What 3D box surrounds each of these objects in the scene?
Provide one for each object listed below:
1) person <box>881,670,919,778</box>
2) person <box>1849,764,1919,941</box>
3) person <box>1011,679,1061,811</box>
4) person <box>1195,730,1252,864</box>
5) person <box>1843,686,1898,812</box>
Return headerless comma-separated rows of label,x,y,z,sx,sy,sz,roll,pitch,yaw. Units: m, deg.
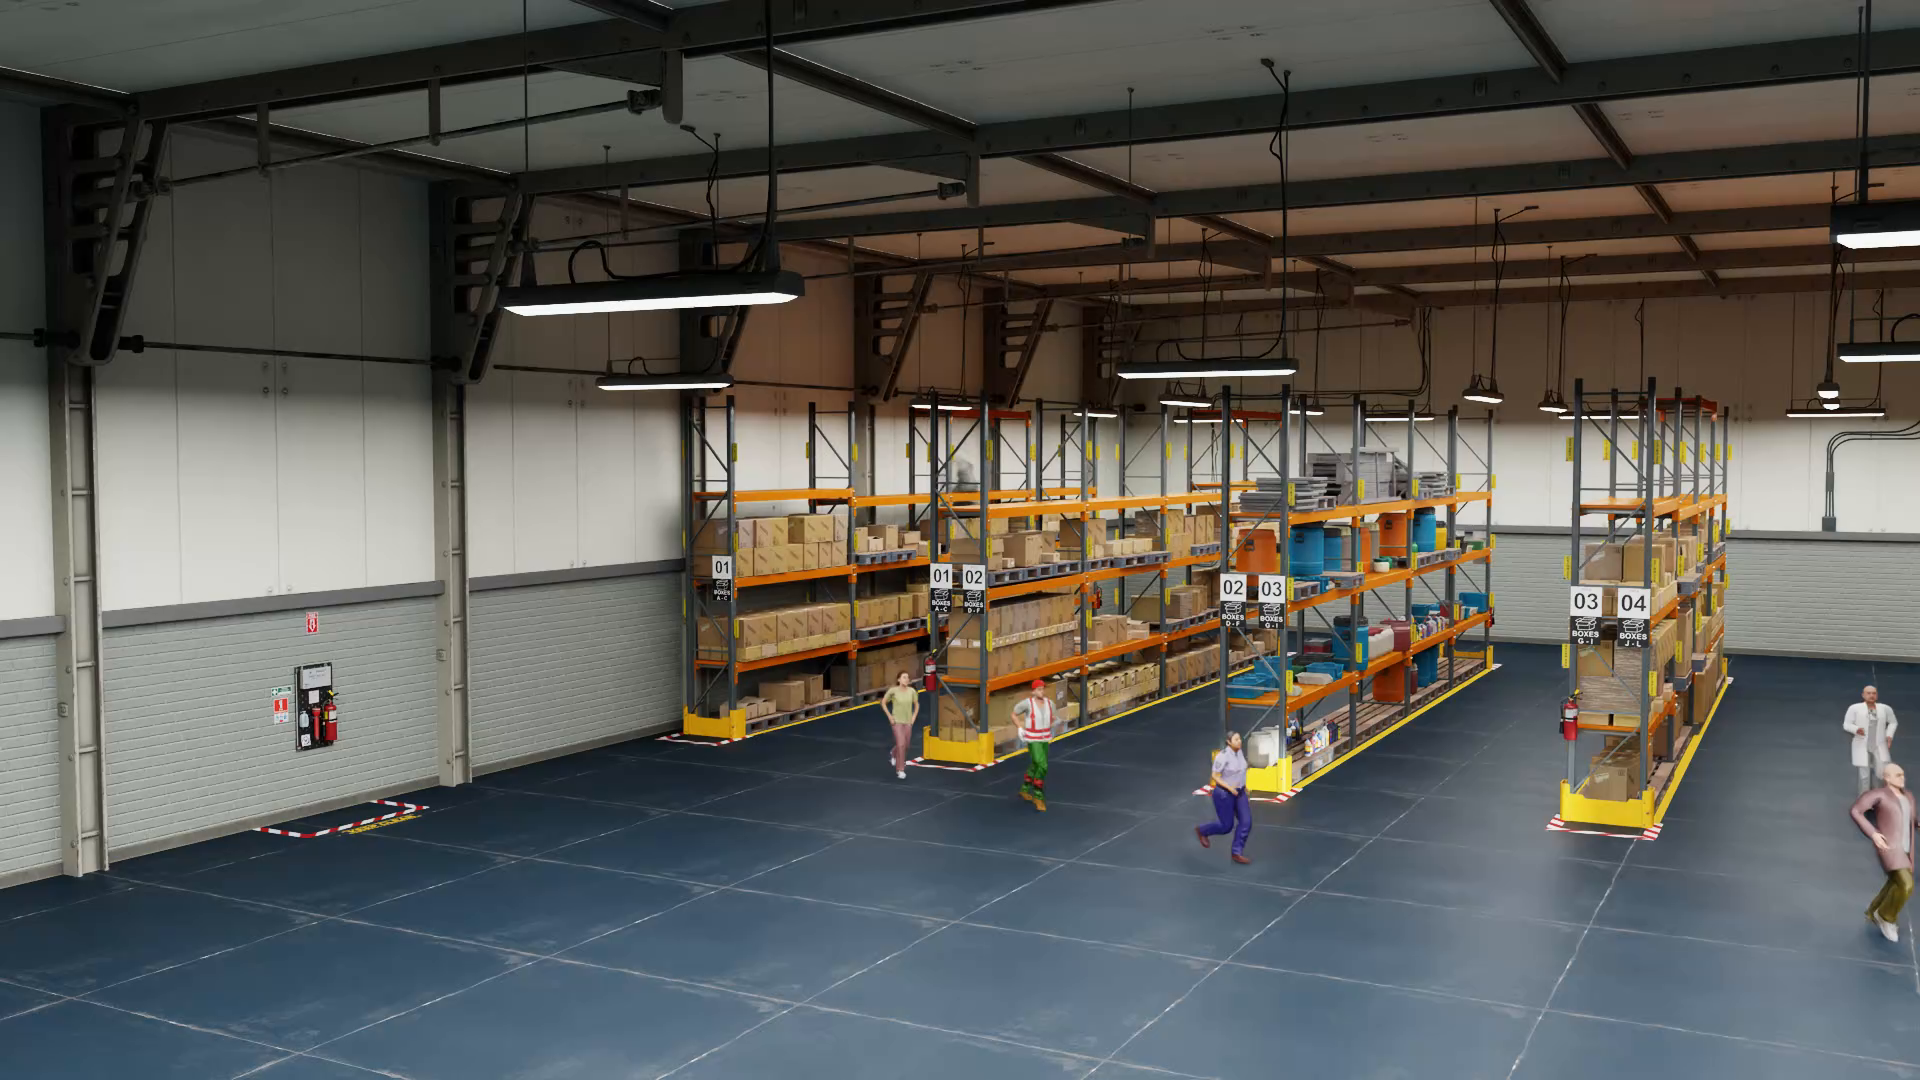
person,-0.926,2.834,25.898,0.609,1.635,0.747,-1,3,-23
person,9.649,3.223,17.134,0.685,1.808,0.737,-1,3,-24
person,1.112,2.885,23.508,0.616,1.852,0.783,-2,4,-35
person,3.272,3.133,20.444,0.597,1.603,0.754,-3,4,-41
person,12.636,2.916,23.053,0.694,1.752,0.673,1,3,21
